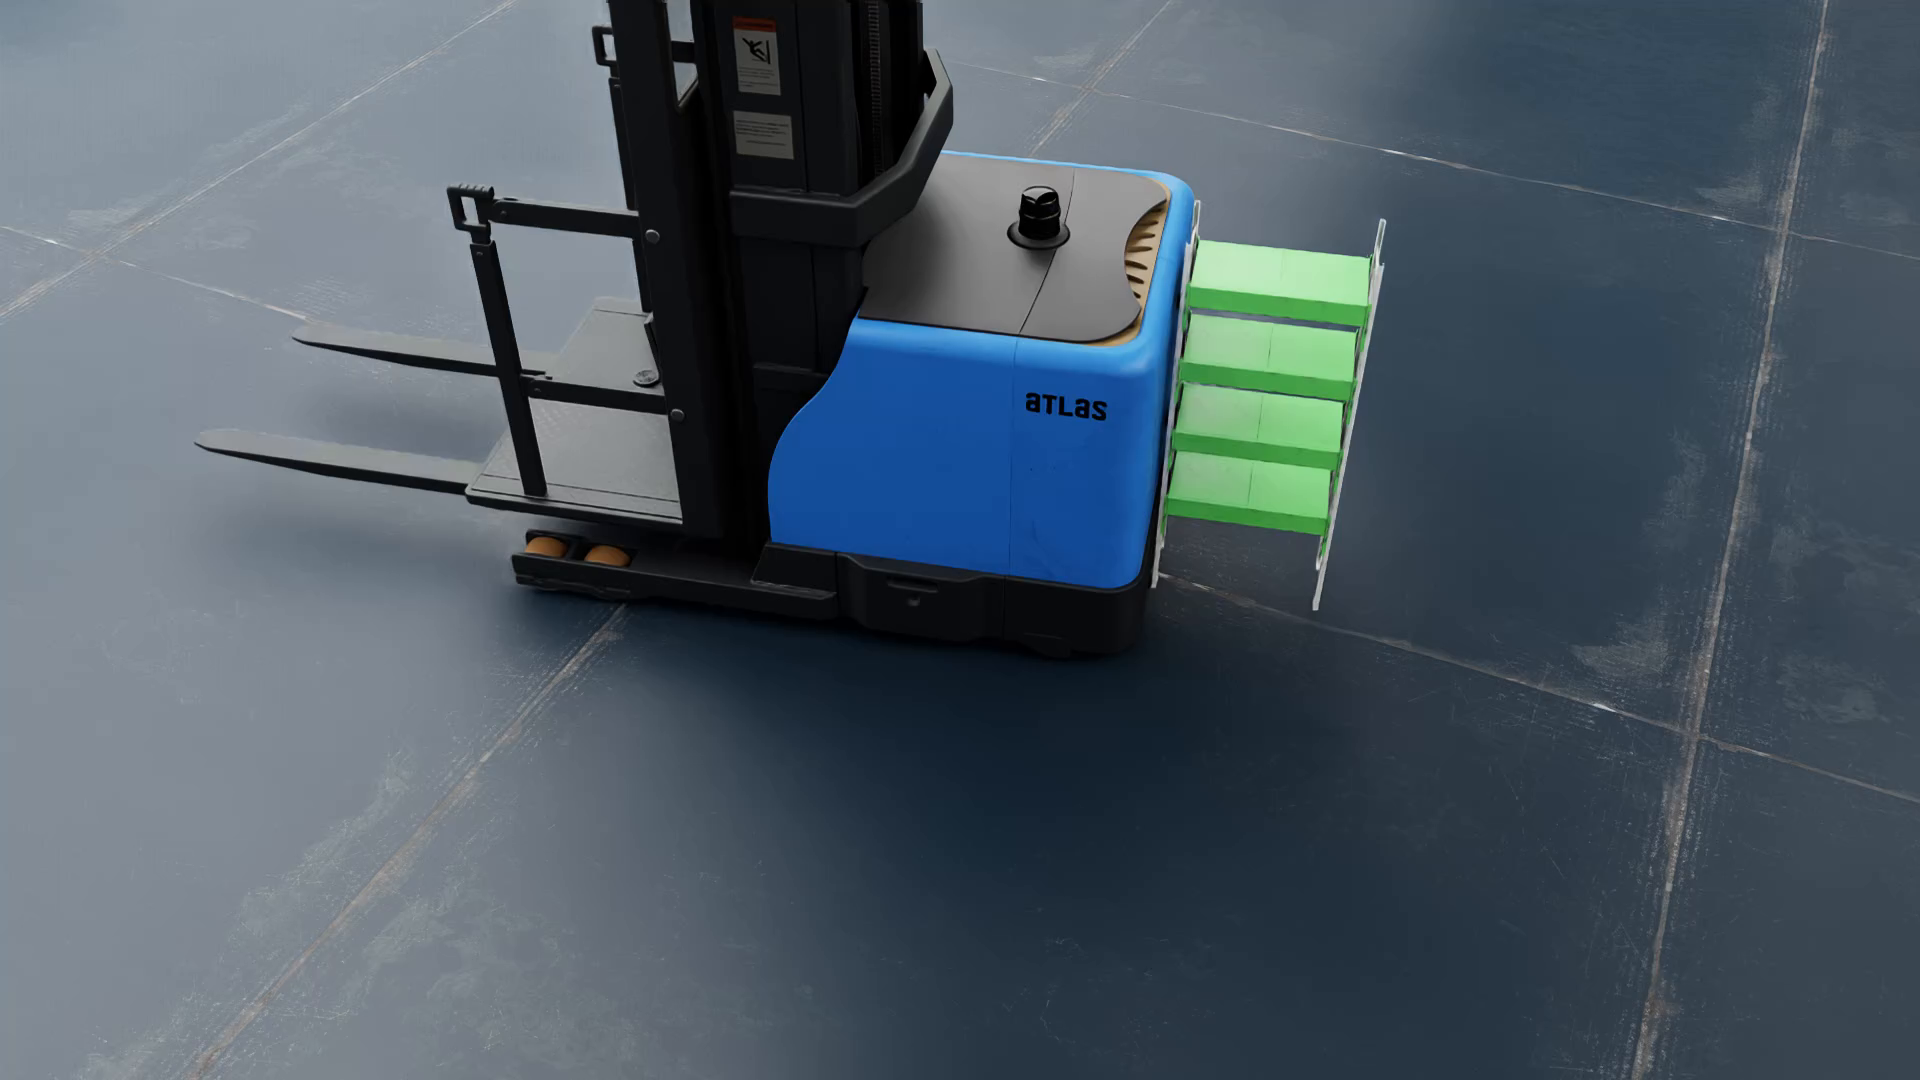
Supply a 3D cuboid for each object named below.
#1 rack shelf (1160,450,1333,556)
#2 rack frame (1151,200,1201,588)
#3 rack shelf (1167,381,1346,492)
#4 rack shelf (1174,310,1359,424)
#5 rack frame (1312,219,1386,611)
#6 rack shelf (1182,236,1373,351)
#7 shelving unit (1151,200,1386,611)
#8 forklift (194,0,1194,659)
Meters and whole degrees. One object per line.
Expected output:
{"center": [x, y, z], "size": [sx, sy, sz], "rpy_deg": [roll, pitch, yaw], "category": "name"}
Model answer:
{"center": [0.854, -0.120, 4.937], "size": [0.480, 0.148, 0.258], "rpy_deg": [8, 42, 9], "category": "rack shelf"}
{"center": [0.616, -0.383, 4.776], "size": [0.015, 1.200, 0.240], "rpy_deg": [8, 42, 9], "category": "rack frame"}
{"center": [0.854, -0.302, 4.779], "size": [0.480, 0.148, 0.258], "rpy_deg": [8, 42, 9], "category": "rack shelf"}
{"center": [0.854, -0.483, 4.622], "size": [0.480, 0.148, 0.258], "rpy_deg": [8, 42, 9], "category": "rack shelf"}
{"center": [1.093, -0.317, 4.699], "size": [0.015, 1.200, 0.240], "rpy_deg": [8, 42, 9], "category": "rack frame"}
{"center": [0.854, -0.664, 4.465], "size": [0.480, 0.148, 0.258], "rpy_deg": [8, 42, 9], "category": "rack shelf"}
{"center": [0.854, -0.350, 4.738], "size": [0.503, 1.200, 0.258], "rpy_deg": [8, 42, 9], "category": "shelving unit"}
{"center": [-0.878, -1.255, 4.460], "size": [3.031, 2.935, 1.130], "rpy_deg": [8, 42, 9], "category": "forklift"}
